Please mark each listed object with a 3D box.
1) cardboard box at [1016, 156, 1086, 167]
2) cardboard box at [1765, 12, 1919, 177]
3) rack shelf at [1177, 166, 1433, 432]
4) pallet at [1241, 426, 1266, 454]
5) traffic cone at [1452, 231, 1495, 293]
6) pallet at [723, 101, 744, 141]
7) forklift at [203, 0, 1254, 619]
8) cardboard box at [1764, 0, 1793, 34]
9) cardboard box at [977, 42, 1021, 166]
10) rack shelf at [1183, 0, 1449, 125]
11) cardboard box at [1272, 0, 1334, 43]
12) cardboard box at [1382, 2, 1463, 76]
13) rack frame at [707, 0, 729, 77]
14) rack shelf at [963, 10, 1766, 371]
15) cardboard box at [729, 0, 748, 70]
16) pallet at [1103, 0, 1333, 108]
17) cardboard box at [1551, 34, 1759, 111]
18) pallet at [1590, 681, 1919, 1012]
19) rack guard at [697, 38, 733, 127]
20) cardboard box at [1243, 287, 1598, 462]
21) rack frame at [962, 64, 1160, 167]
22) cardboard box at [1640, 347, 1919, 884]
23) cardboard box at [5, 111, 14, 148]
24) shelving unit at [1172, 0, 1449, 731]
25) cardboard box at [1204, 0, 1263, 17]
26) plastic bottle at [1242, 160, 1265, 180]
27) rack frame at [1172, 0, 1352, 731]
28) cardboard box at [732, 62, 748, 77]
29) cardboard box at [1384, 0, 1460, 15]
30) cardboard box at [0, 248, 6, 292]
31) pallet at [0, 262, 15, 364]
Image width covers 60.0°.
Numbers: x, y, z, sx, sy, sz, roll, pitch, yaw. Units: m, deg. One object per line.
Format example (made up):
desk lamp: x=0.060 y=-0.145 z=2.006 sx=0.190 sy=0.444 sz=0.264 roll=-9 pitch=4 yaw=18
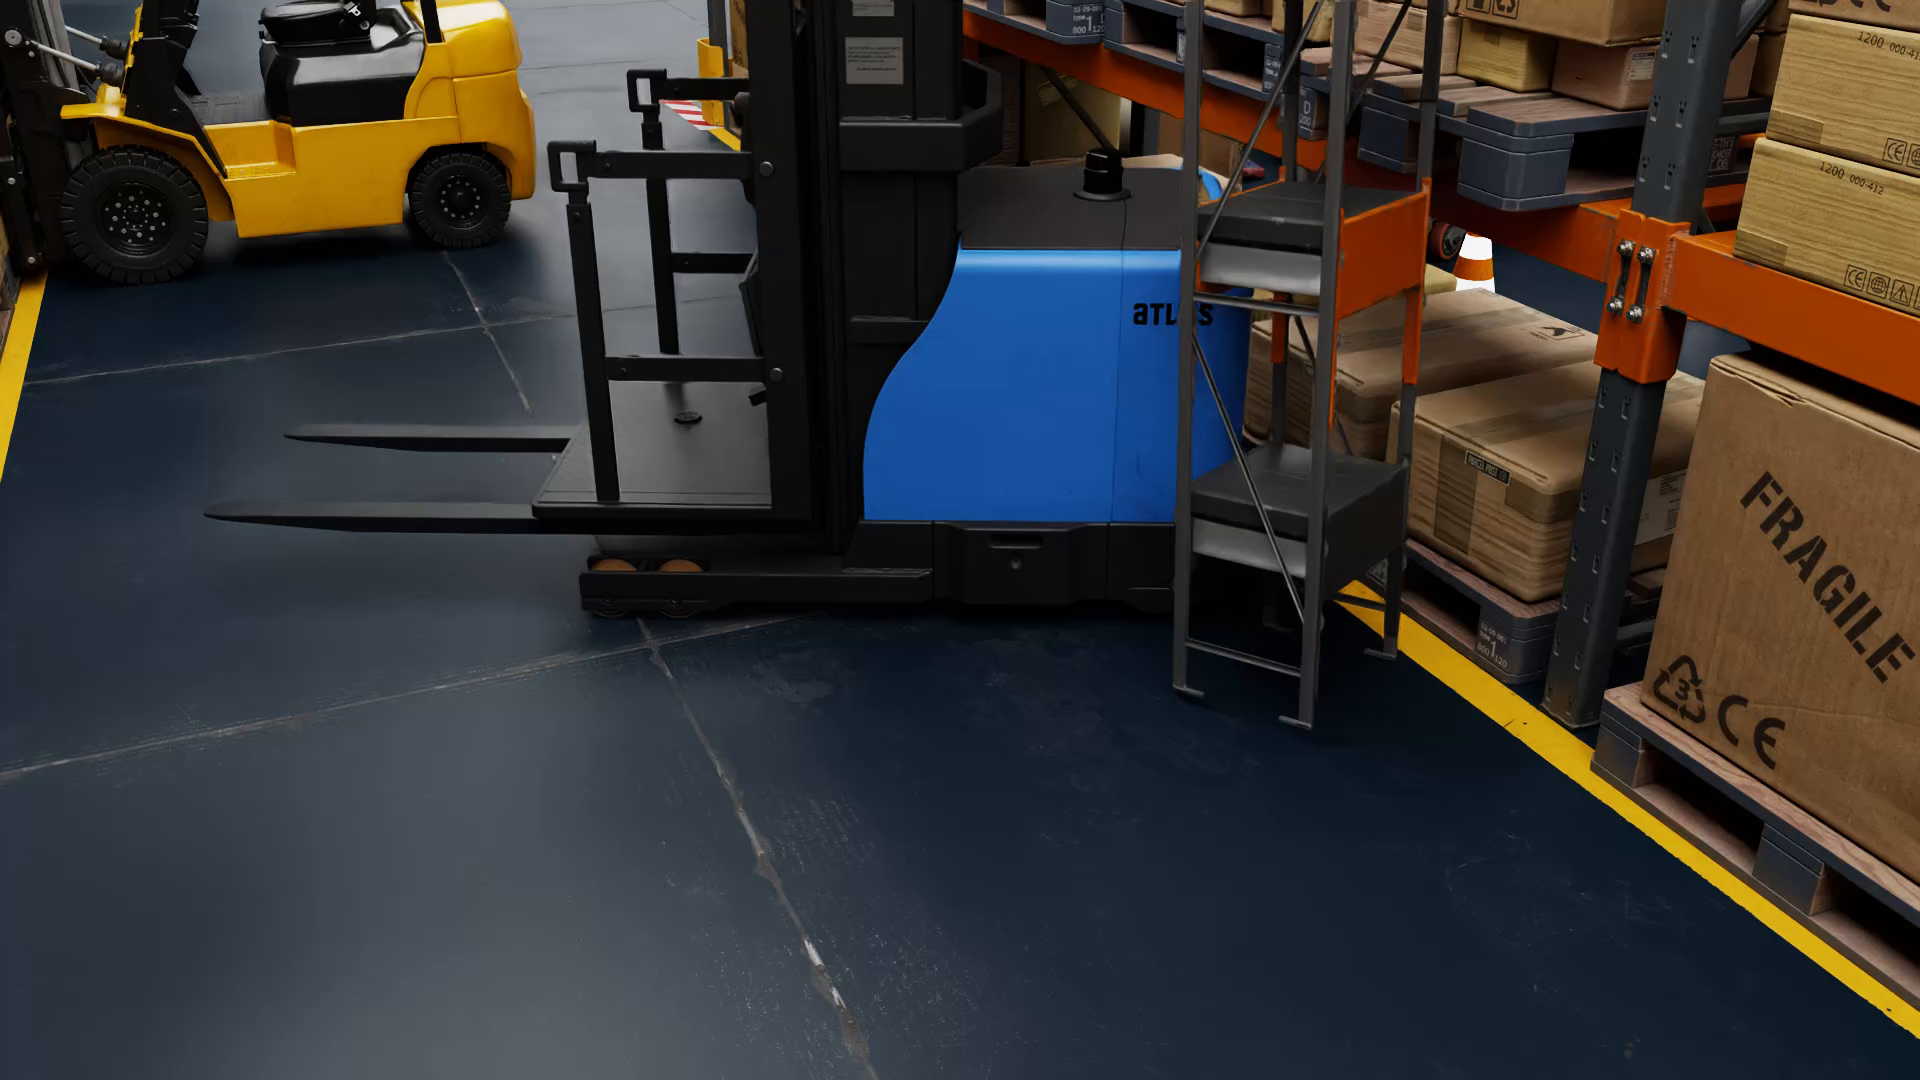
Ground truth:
cardboard box: x=0.448 y=-1.819 z=8.212 sx=0.500 sy=0.250 sz=0.500 roll=-12 pitch=28 yaw=-23
cardboard box: x=1.968 y=-0.877 z=3.228 sx=0.500 sy=0.250 sz=0.500 roll=-11 pitch=28 yaw=-21
rack shelf: x=0.843 y=-0.607 z=4.072 sx=0.431 sy=0.518 sz=0.480 roll=15 pitch=26 yaw=36
pallet: x=1.219 y=-0.521 z=6.076 sx=1.003 sy=0.211 sz=1.213 roll=-11 pitch=28 yaw=-21
traffic cone: x=2.204 y=-1.181 z=7.142 sx=0.336 sy=0.463 sz=0.334 roll=-11 pitch=28 yaw=-21
pallet: x=-0.820 y=-2.578 z=10.290 sx=1.003 sy=0.211 sz=1.213 roll=-11 pitch=28 yaw=-21
forklift: x=-0.710 y=-1.322 z=4.618 sx=3.031 sy=2.935 sz=1.130 roll=1 pitch=26 yaw=1
cardboard box: x=2.034 y=-1.555 z=4.085 sx=0.500 sy=0.500 sz=0.500 roll=-11 pitch=28 yaw=-22
cardboard box: x=-0.048 y=-2.064 z=7.859 sx=0.500 sy=0.500 sz=0.500 roll=-11 pitch=28 yaw=-21
rack shelf: x=0.823 y=-1.259 z=3.819 sx=0.431 sy=0.518 sz=0.480 roll=15 pitch=26 yaw=36
cardboard box: x=1.129 y=-1.536 z=4.784 sx=0.380 sy=0.149 sz=0.250 roll=-10 pitch=28 yaw=-20
cardboard box: x=1.341 y=-1.324 z=4.350 sx=0.380 sy=0.149 sz=0.250 roll=-11 pitch=28 yaw=-21
rack frame: x=-1.136 y=-4.196 z=10.425 sx=1.000 sy=3.000 sz=0.127 roll=-11 pitch=28 yaw=-21
rack shelf: x=1.214 y=-1.451 z=5.622 sx=1.077 sy=0.370 sz=4.000 roll=-11 pitch=28 yaw=-21
cardboard box: x=-1.064 y=-3.103 z=9.988 sx=0.500 sy=0.500 sz=0.500 roll=-12 pitch=28 yaw=-22
pallet: x=1.184 y=-1.672 z=5.475 sx=1.003 sy=0.211 sz=1.213 roll=-11 pitch=28 yaw=-21
cardboard box: x=1.652 y=-1.134 z=3.962 sx=0.380 sy=0.149 sz=0.250 roll=-10 pitch=28 yaw=-19
pallet: x=2.237 y=0.618 z=3.744 sx=1.003 sy=0.211 sz=1.213 roll=-11 pitch=28 yaw=-21
rack guard: x=-1.106 y=-3.042 z=10.911 sx=1.175 sy=0.500 sz=0.348 roll=-11 pitch=28 yaw=-21
cardboard box: x=1.489 y=-0.501 z=5.373 sx=0.950 sy=0.372 sz=0.625 roll=-11 pitch=28 yaw=-22
rack frame: x=0.431 y=-2.581 z=7.118 sx=1.000 sy=3.000 sz=0.127 roll=-11 pitch=28 yaw=-21
cardboard box: x=2.191 y=0.093 z=3.584 sx=0.875 sy=0.875 sz=0.875 roll=-11 pitch=28 yaw=-21
cardboard box: x=-4.815 y=-1.967 z=7.946 sx=0.500 sy=0.250 sz=0.500 roll=-11 pitch=28 yaw=-22
shelving unit: x=0.843 y=-0.619 z=4.067 sx=0.431 sy=2.100 sz=0.503 roll=15 pitch=26 yaw=36
cardboard box: x=0.973 y=-1.746 z=5.215 sx=0.380 sy=0.149 sz=0.250 roll=-12 pitch=28 yaw=-22
plastic bottle: x=1.651 y=-2.104 z=9.489 sx=0.133 sy=0.061 sz=0.283 roll=-6 pitch=27 yaw=-12
rack frame: x=0.691 y=-0.546 z=3.890 sx=0.400 sy=2.100 sz=0.015 roll=15 pitch=26 yaw=36
cardboard box: x=-1.074 y=-2.776 z=10.172 sx=0.500 sy=0.250 sz=0.500 roll=-11 pitch=28 yaw=-21
cardboard box: x=1.351 y=-1.676 z=4.333 sx=0.500 sy=0.500 sz=0.500 roll=-11 pitch=28 yaw=-21
cardboard box: x=-4.233 y=-1.134 z=6.810 sx=0.500 sy=0.250 sz=0.500 roll=-11 pitch=28 yaw=-22
pallet: x=-4.408 y=-0.802 z=6.652 sx=1.003 sy=0.211 sz=1.213 roll=-11 pitch=28 yaw=-21
